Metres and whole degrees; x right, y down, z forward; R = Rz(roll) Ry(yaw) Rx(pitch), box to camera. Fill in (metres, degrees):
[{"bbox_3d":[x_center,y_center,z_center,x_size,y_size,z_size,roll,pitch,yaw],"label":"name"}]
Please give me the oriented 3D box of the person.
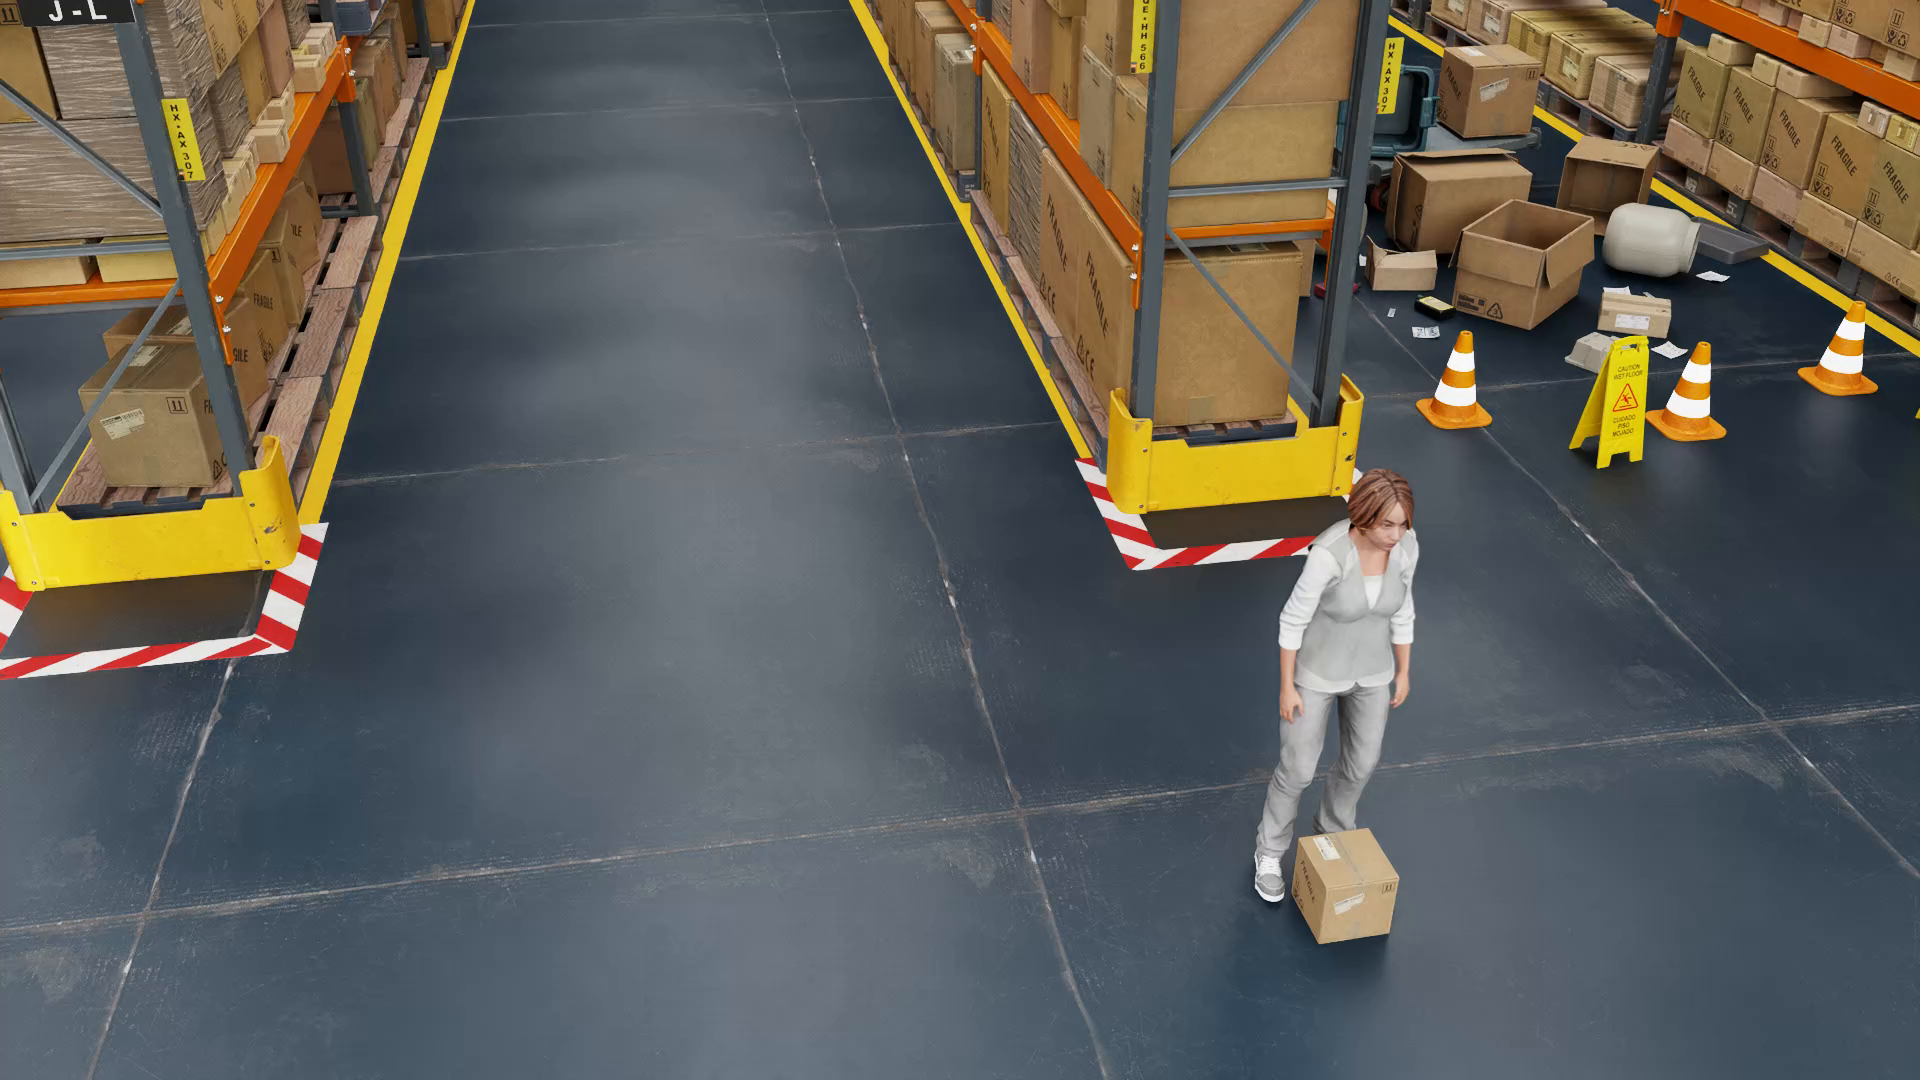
[{"bbox_3d":[1.231,0.461,5.390,0.485,1.582,0.342,-7,32,-12],"label":"person"}]
